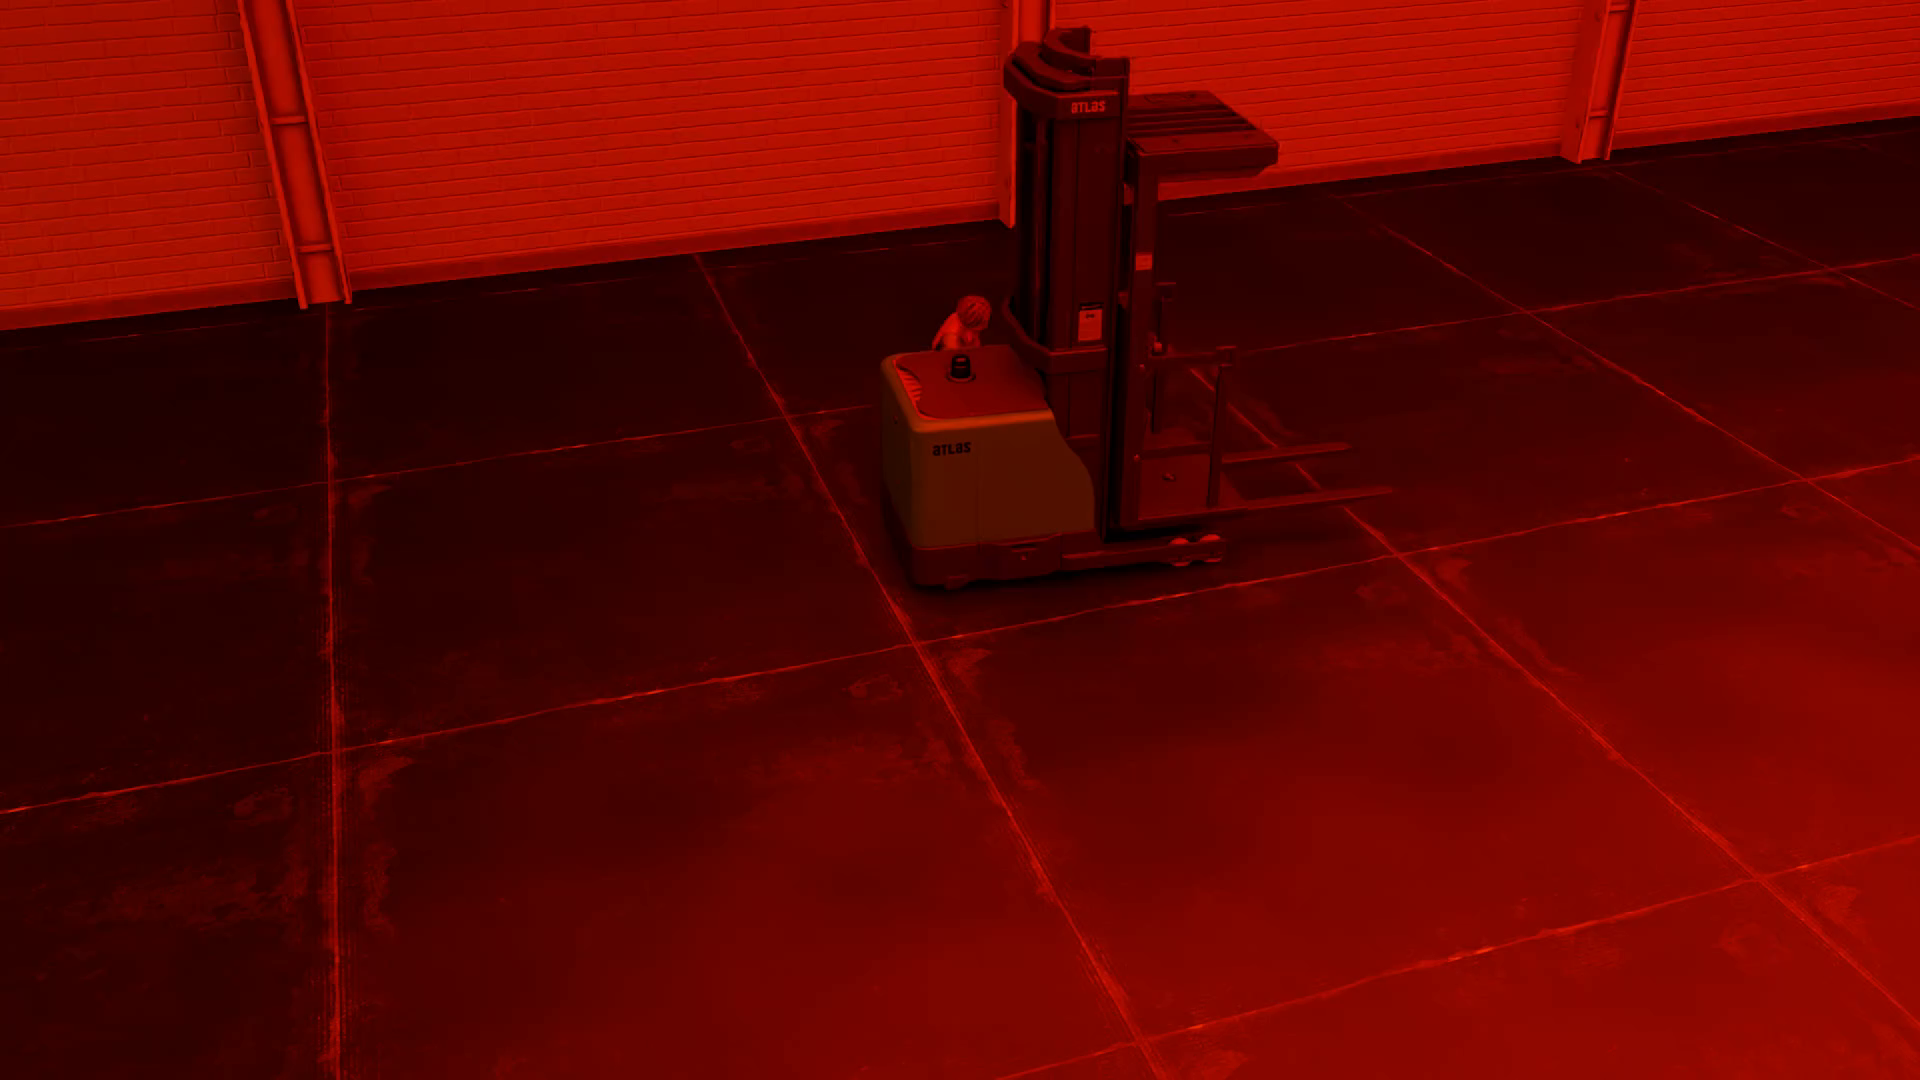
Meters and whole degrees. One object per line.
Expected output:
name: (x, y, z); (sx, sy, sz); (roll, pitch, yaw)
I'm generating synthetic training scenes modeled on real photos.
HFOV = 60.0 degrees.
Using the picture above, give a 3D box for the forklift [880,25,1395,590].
forklift: (1.091, -1.363, 9.457); (3.031, 2.935, 1.130); (-7, 31, -11)

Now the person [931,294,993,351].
person: (0.184, -0.942, 10.407); (0.843, 1.339, 0.916); (15, 33, 24)
